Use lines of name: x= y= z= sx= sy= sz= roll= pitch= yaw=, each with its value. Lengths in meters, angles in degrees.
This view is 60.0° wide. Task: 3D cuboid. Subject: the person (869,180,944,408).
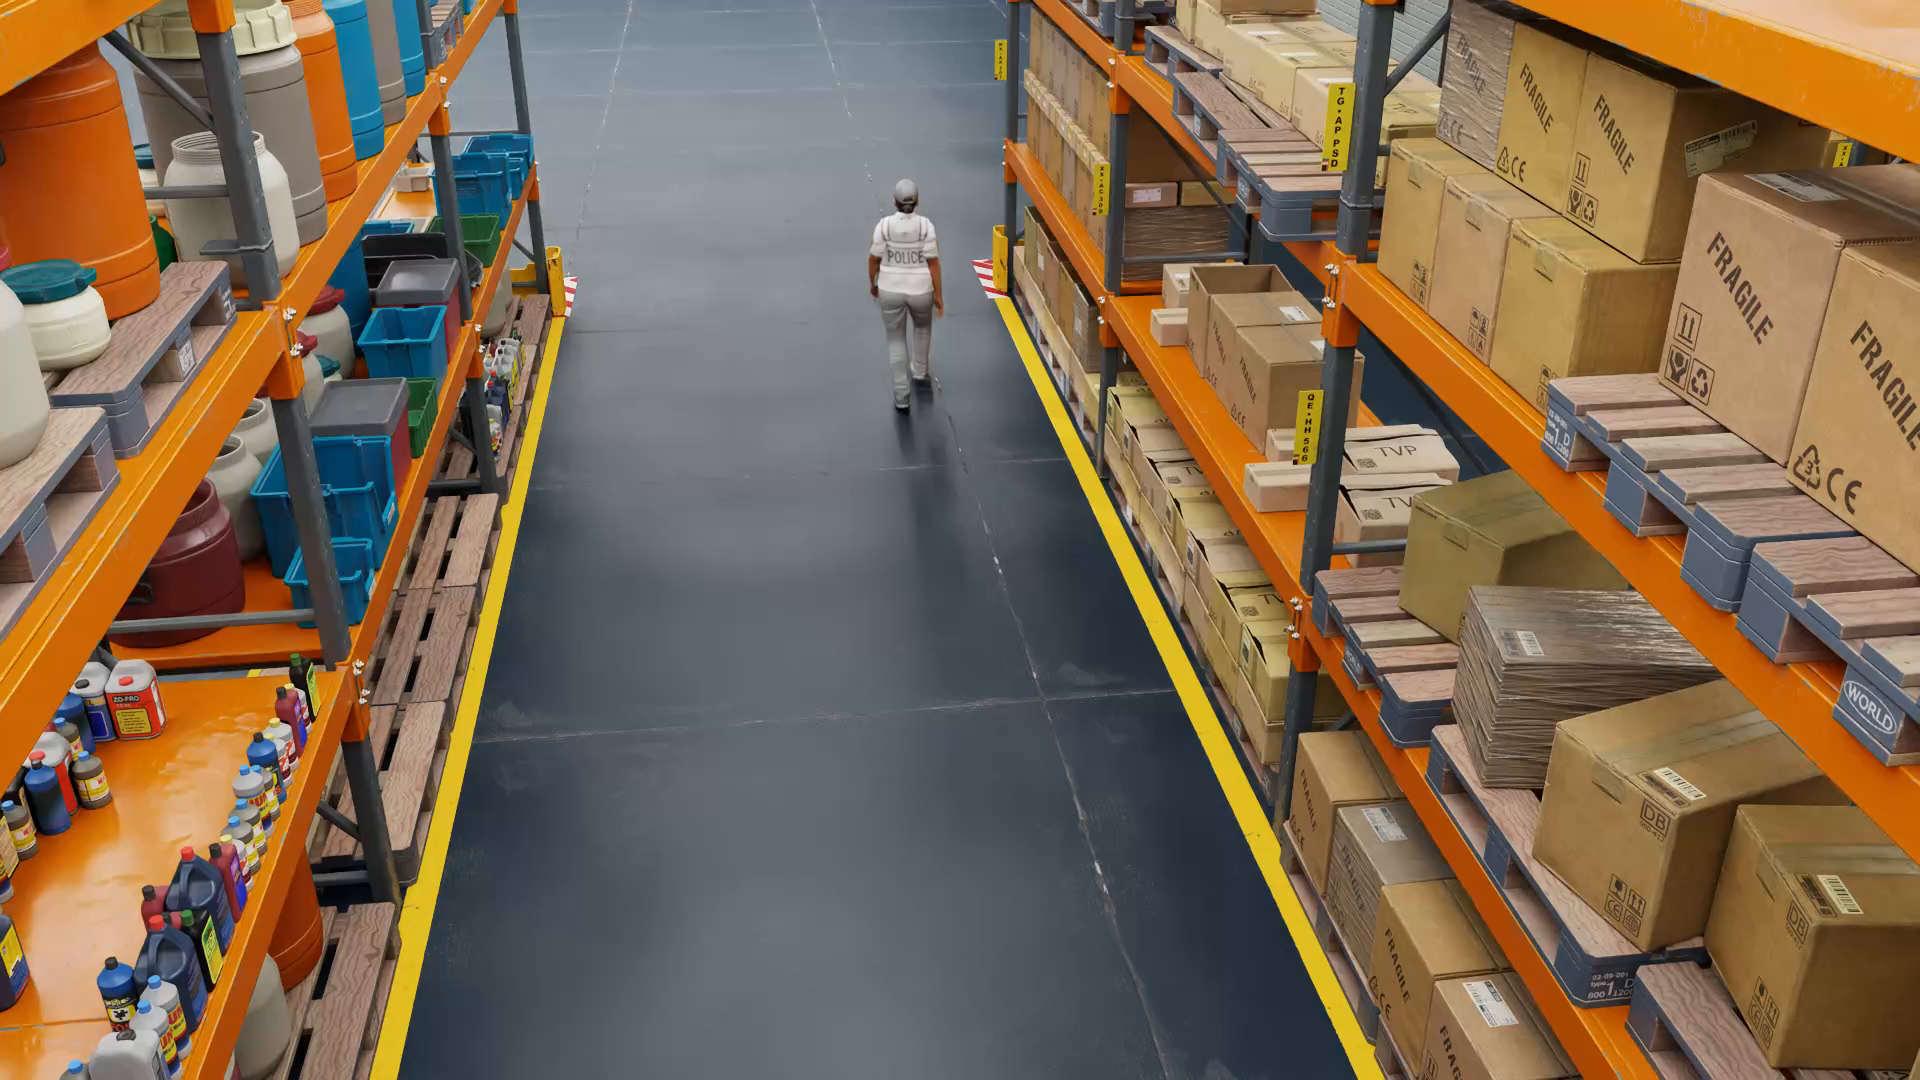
person: x=-0.404 y=-1.822 z=12.159 sx=0.523 sy=1.686 sz=0.793 roll=-3 pitch=27 yaw=-6
